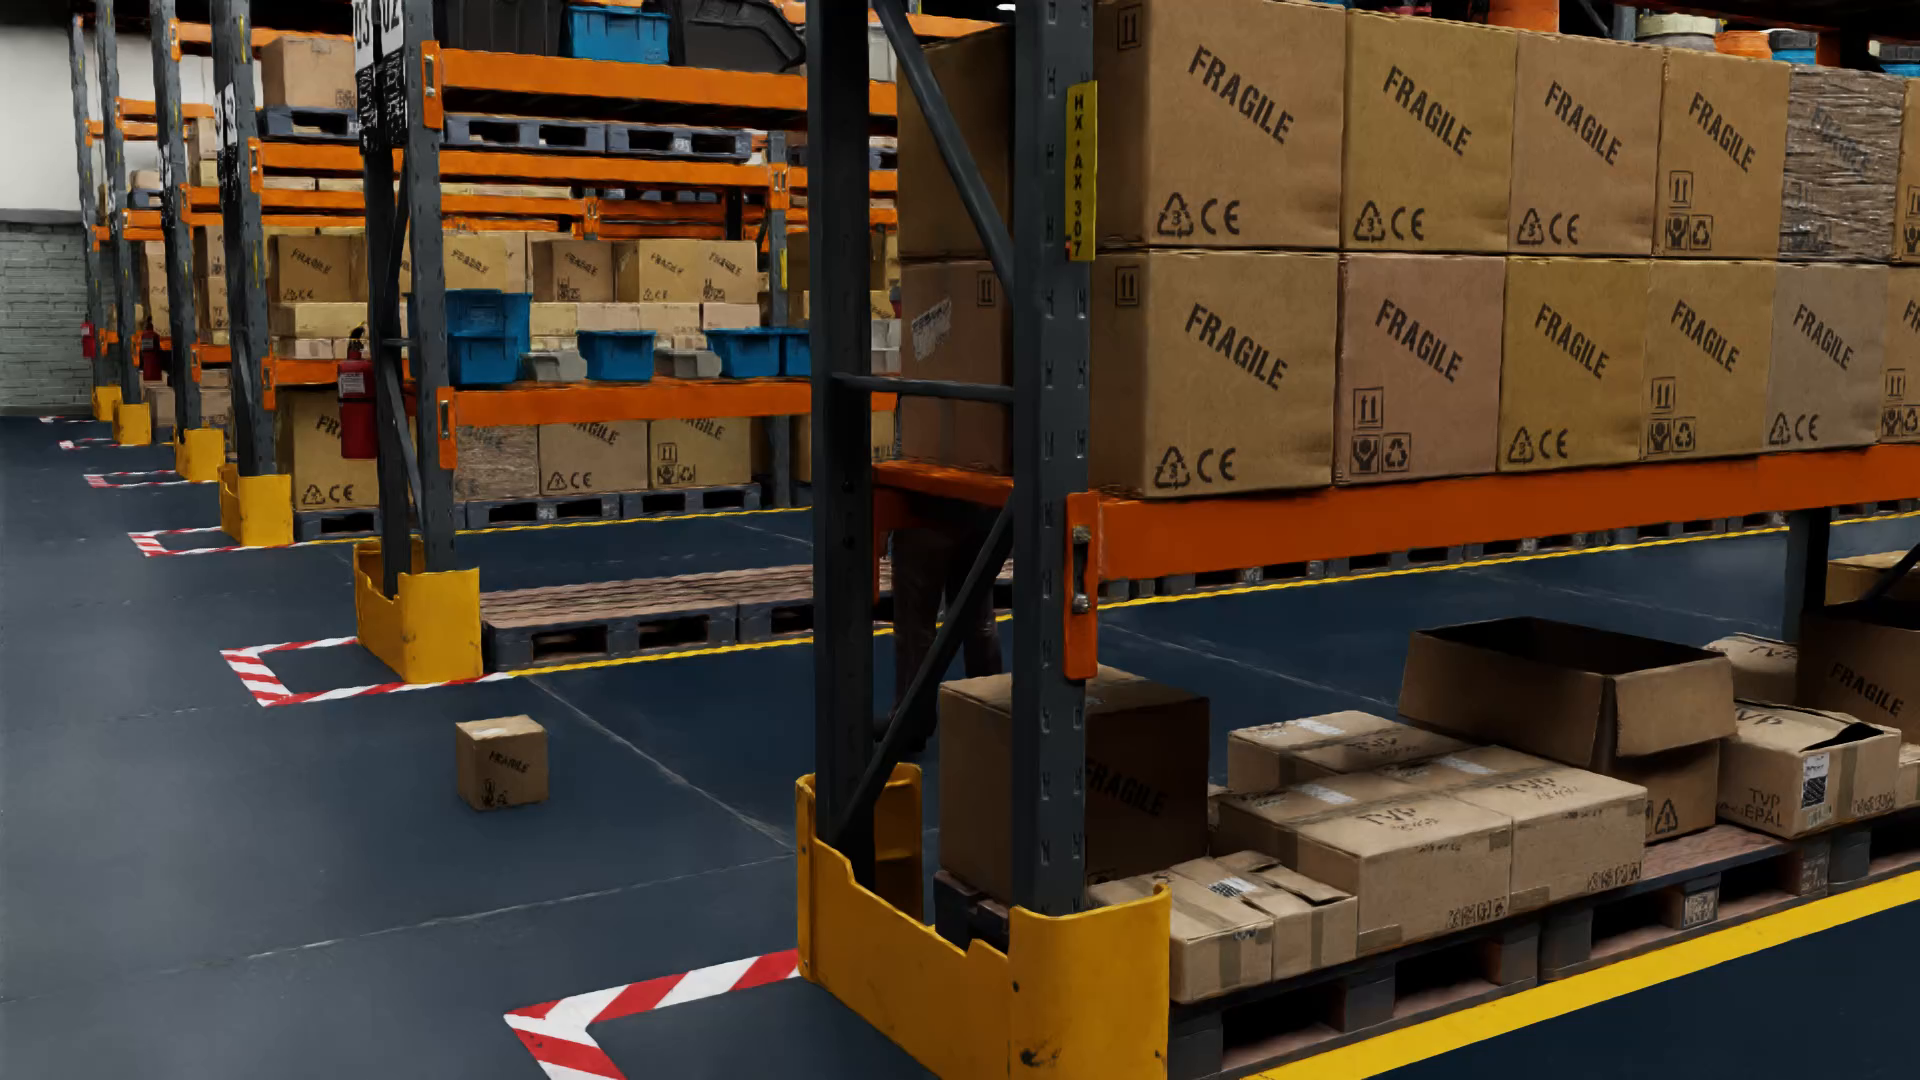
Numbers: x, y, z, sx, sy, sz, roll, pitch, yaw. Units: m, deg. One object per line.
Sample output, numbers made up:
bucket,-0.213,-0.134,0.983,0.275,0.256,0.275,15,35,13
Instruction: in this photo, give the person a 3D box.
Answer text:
person,-0.088,-0.078,6.264,0.470,1.730,0.588,7,11,40
